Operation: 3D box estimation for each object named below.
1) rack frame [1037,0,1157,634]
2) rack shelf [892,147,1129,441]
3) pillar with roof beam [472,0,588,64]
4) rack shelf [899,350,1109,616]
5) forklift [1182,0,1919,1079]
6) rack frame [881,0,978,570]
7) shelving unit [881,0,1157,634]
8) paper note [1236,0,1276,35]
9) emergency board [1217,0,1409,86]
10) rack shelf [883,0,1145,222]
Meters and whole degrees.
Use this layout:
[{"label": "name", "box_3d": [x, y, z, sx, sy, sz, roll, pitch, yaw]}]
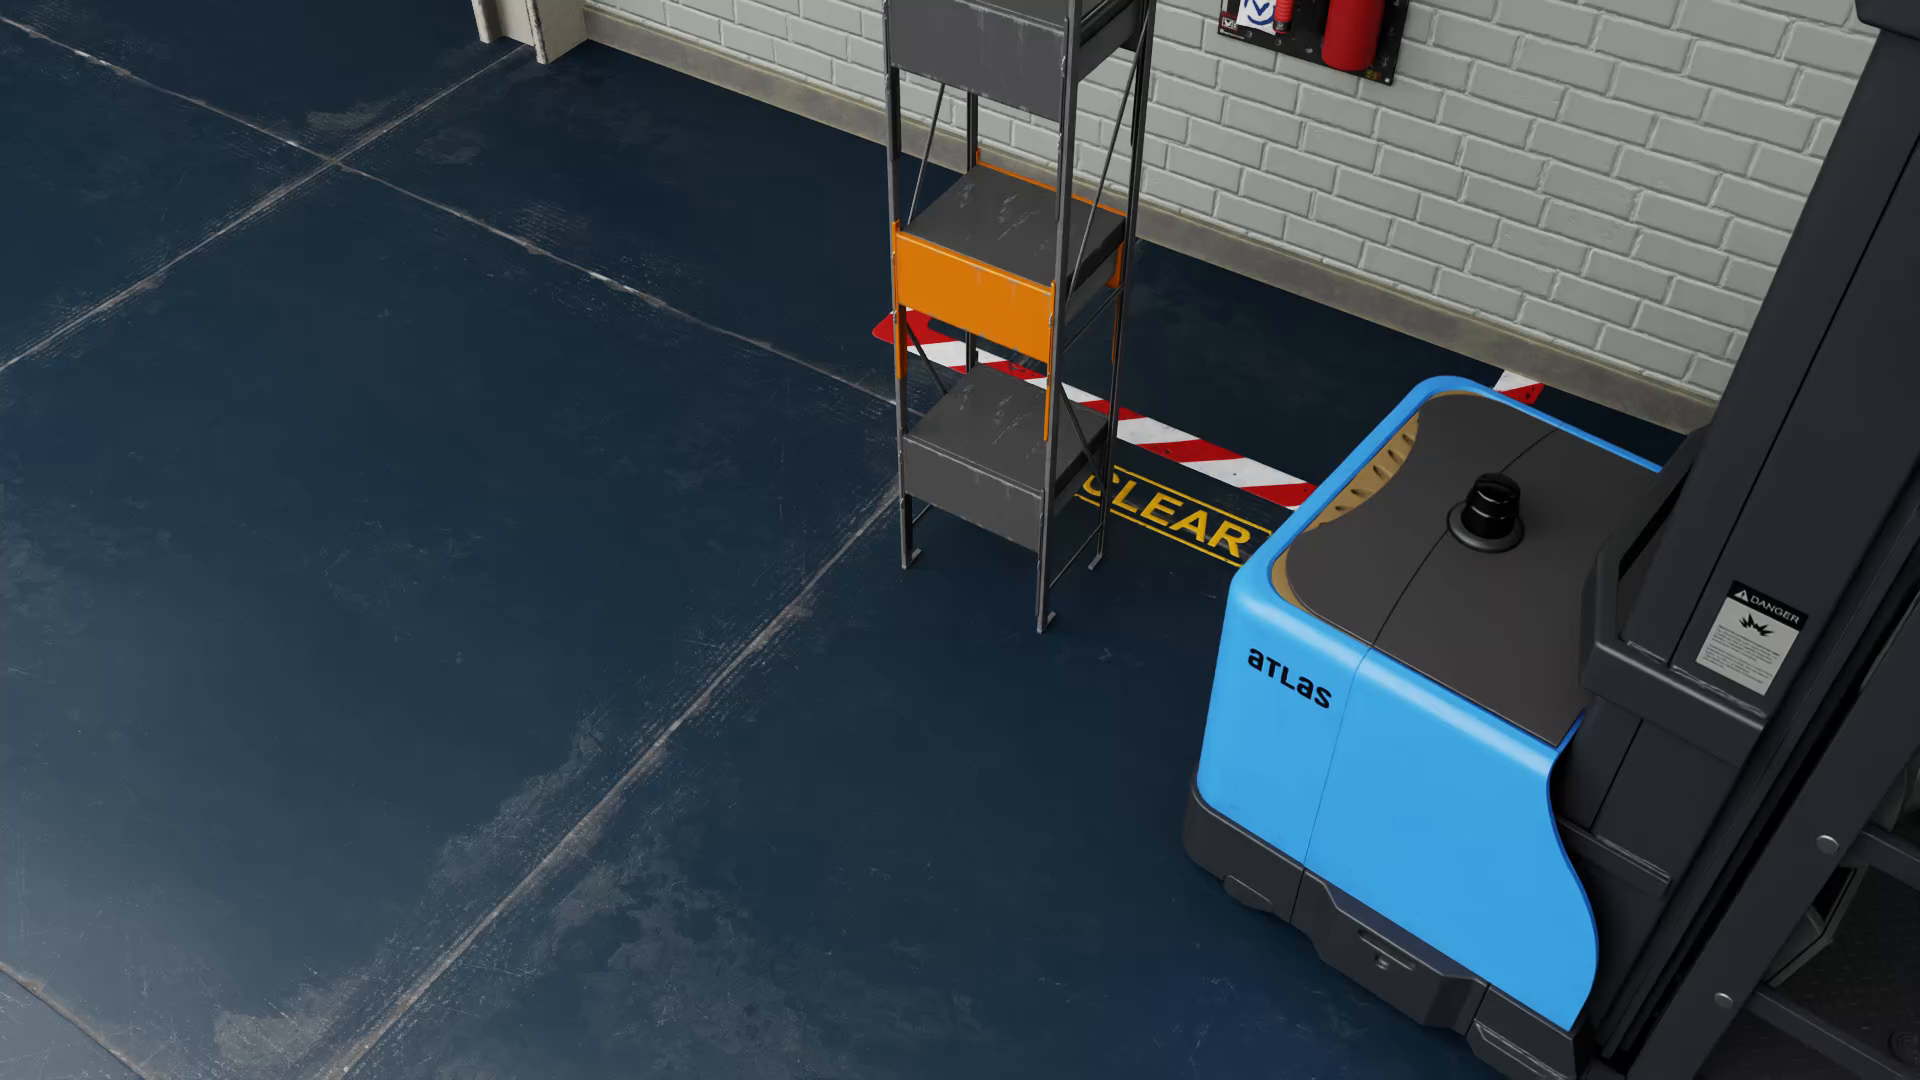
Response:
[{"label": "rack frame", "box_3d": [0.345, -0.573, 4.343, 0.015, 2.100, 0.400, 25, 51, 22]}, {"label": "rack shelf", "box_3d": [0.139, -0.658, 4.444, 0.480, 0.518, 0.431, 25, 51, 22]}, {"label": "pillar with roof beam", "box_3d": [-4.218, -2.784, 1.681, 0.400, 9.000, 9.100, 25, 51, 22]}, {"label": "rack shelf", "box_3d": [0.139, -0.170, 4.946, 0.480, 0.518, 0.431, 25, 51, 22]}, {"label": "forklift", "box_3d": [2.044, 0.226, 2.987, 3.031, 2.935, 1.130, 30, 53, 26]}, {"label": "rack frame", "box_3d": [-0.066, -0.762, 4.527, 0.015, 2.100, 0.400, 25, 51, 22]}, {"label": "shelving unit", "box_3d": [0.139, -0.668, 4.435, 0.503, 2.100, 0.431, 25, 51, 22]}, {"label": "paper note", "box_3d": [0.986, -1.752, 5.475, 0.142, 0.148, 0.016, 25, 51, 22]}, {"label": "emergency board", "box_3d": [1.097, -1.949, 5.052, 0.643, 1.169, 0.194, 25, 51, 22]}, {"label": "rack shelf", "box_3d": [0.139, -1.146, 3.942, 0.480, 0.518, 0.431, 25, 51, 22]}]
